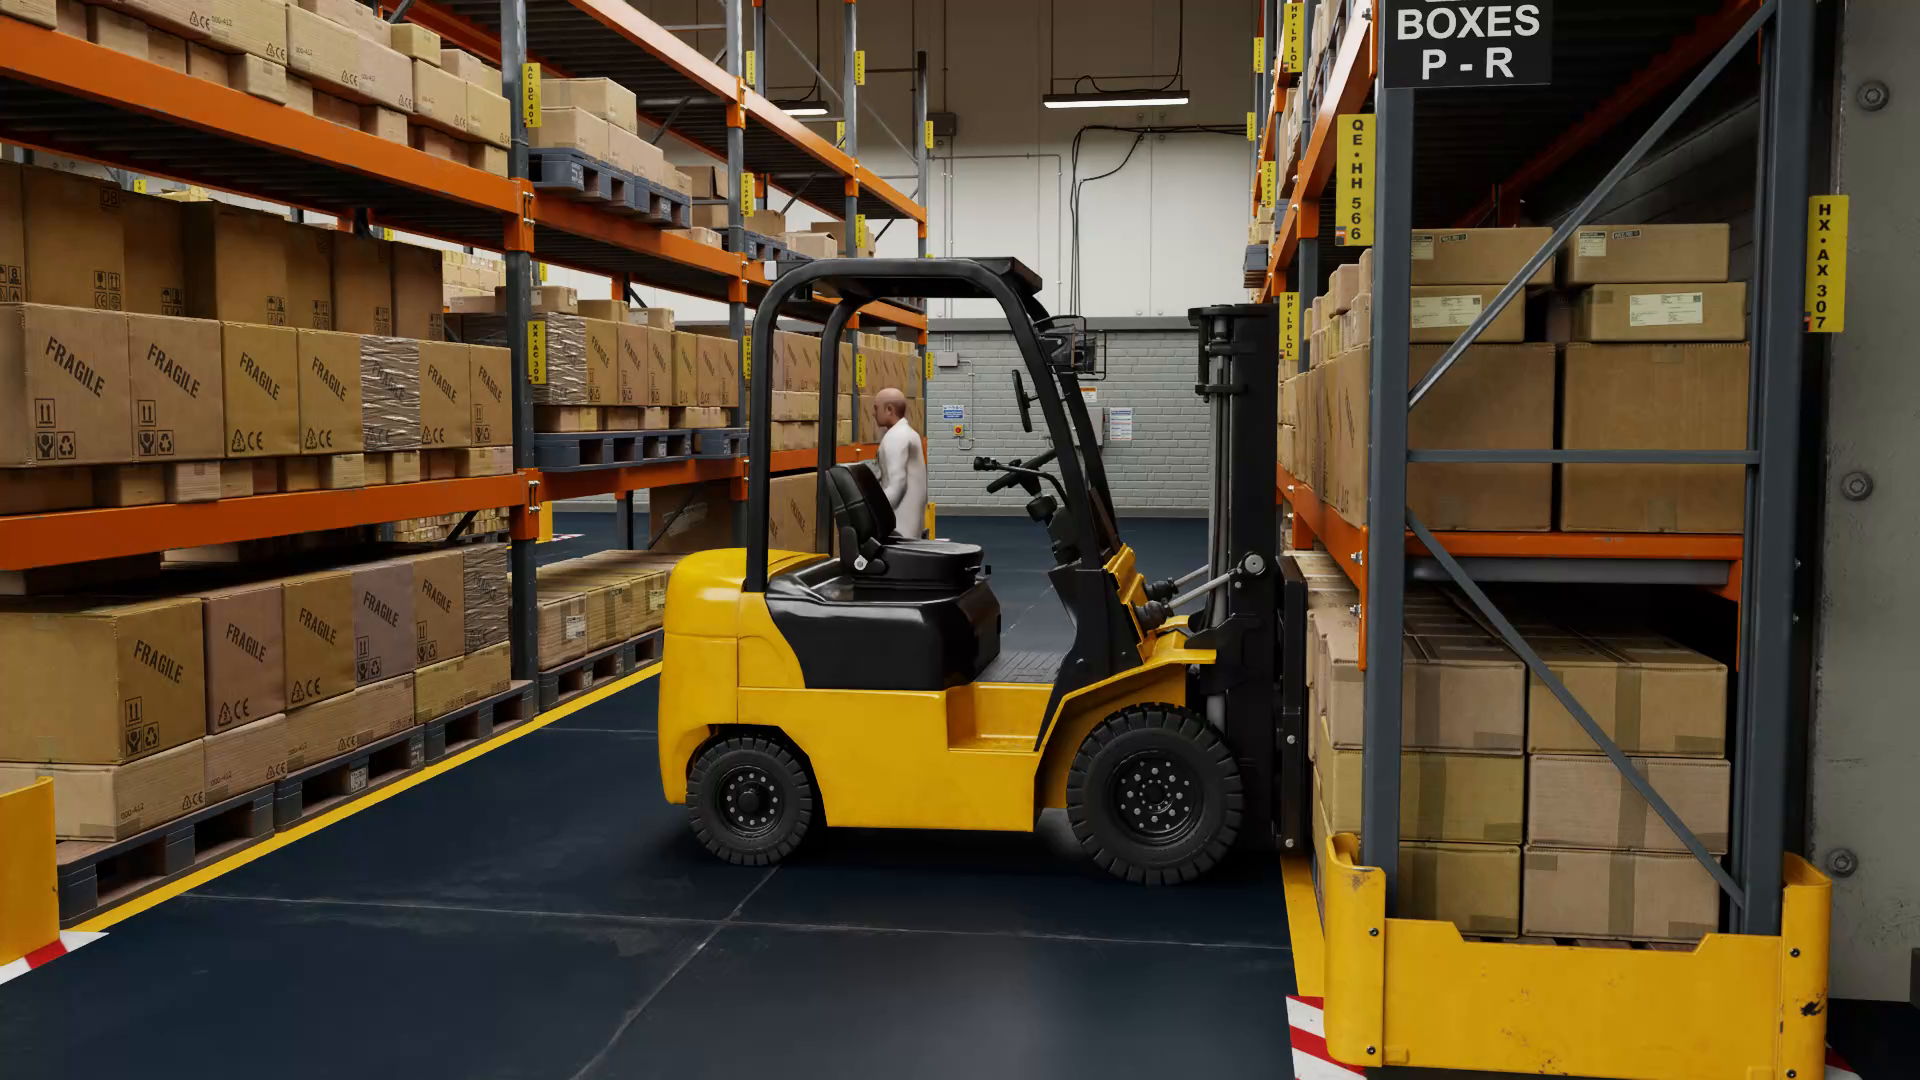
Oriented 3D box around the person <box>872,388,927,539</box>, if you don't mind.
[{"bbox_3d":[-0.430,-0.092,10.768,0.421,1.777,0.591,1,4,7],"label":"person"}]
